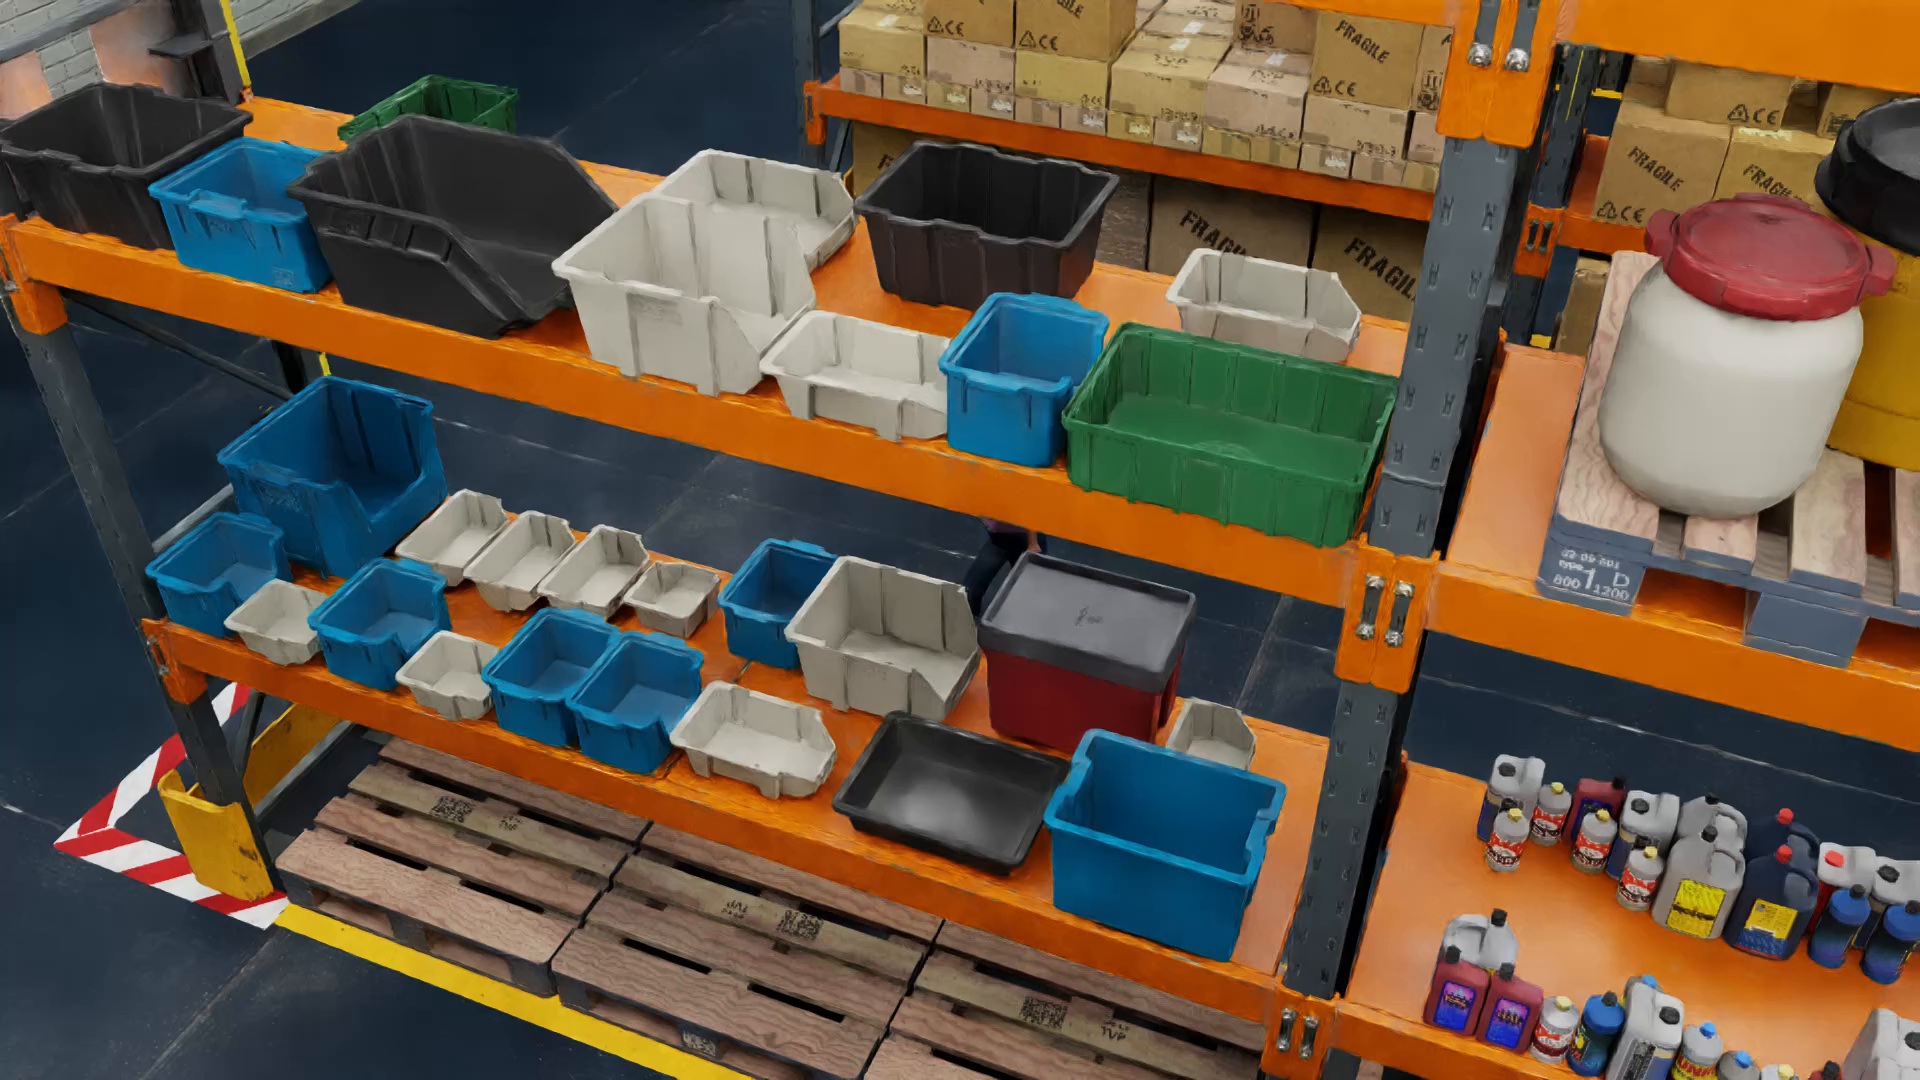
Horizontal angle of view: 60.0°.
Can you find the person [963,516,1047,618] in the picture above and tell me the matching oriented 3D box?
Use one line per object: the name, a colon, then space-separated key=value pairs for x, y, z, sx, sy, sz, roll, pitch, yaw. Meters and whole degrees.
person: x=0.197 y=-0.071 z=6.887 sx=0.498 sy=1.594 sz=0.560 roll=-22 pitch=43 yaw=-26
